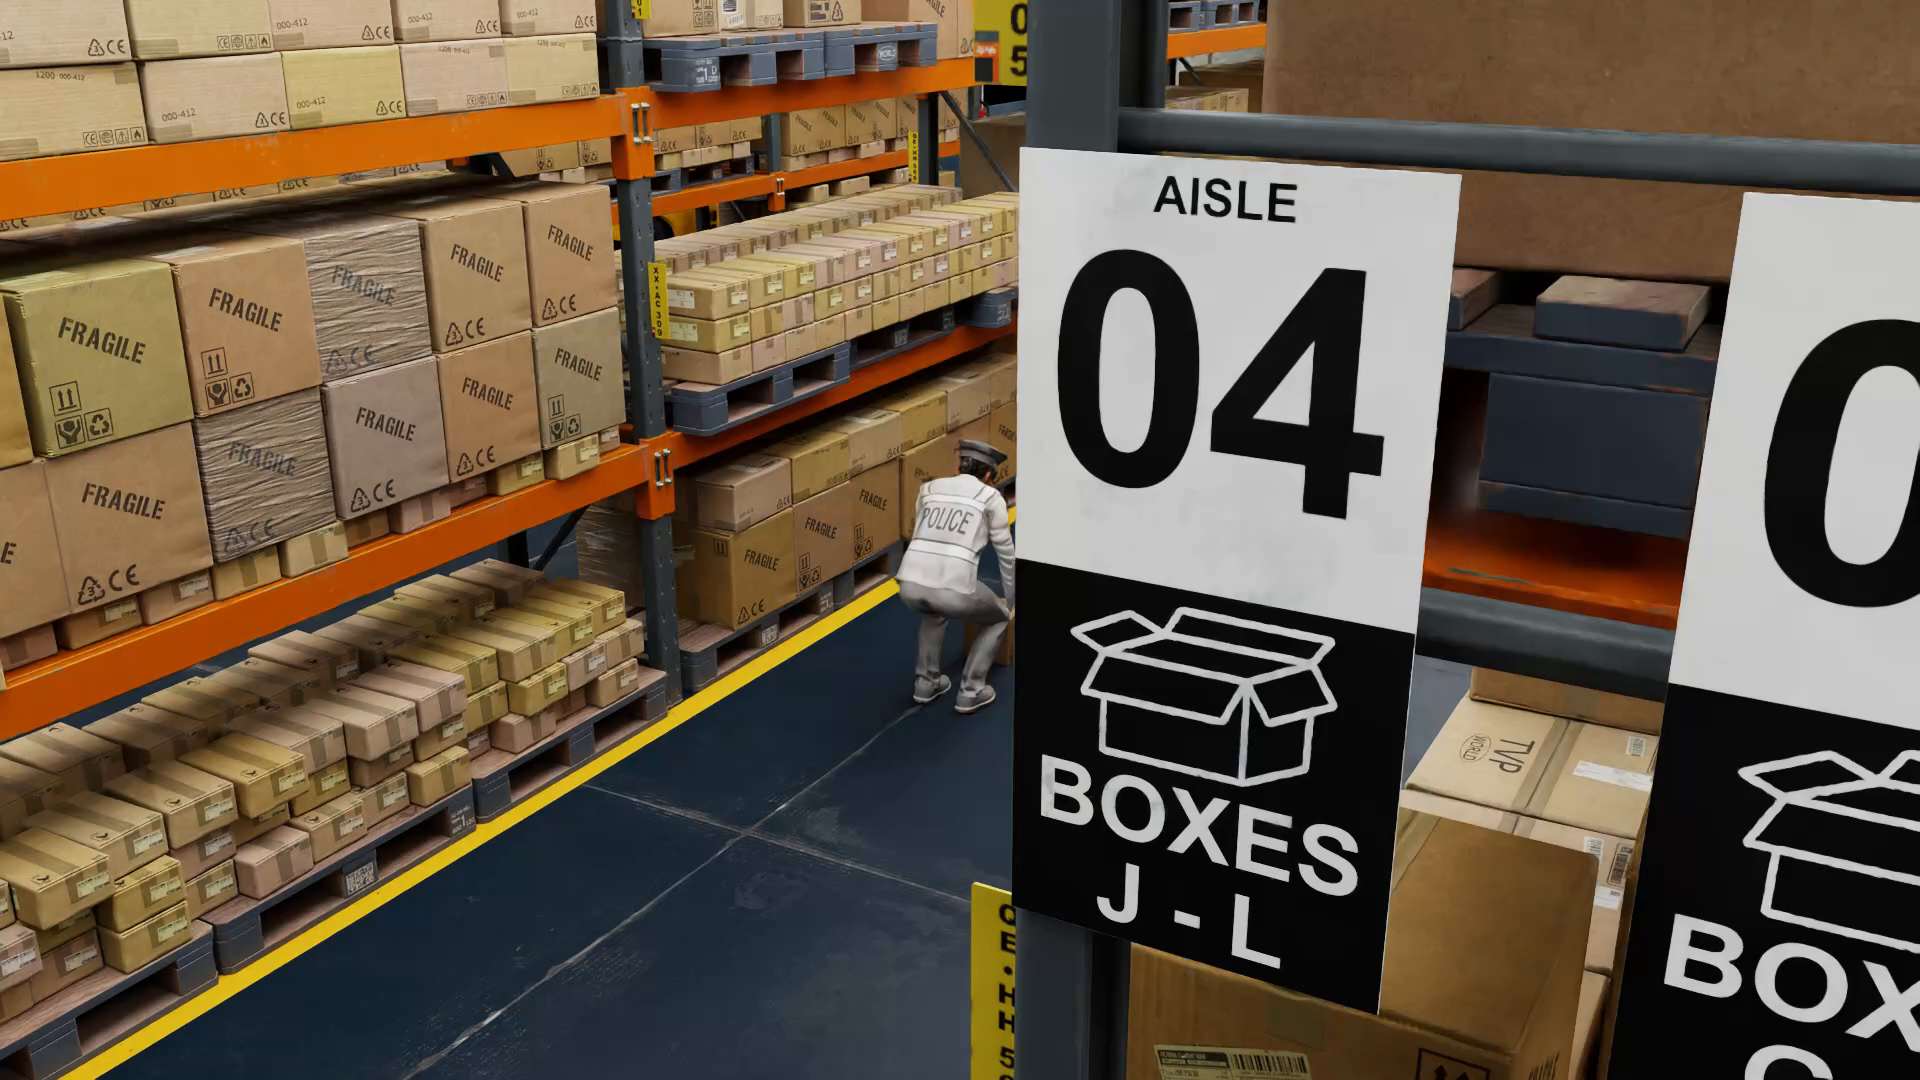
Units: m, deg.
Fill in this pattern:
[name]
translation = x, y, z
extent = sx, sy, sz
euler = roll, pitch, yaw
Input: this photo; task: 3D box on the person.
[person]
translation = -0.024, 0.161, 7.807
extent = 0.525, 1.207, 0.787
euler = 10, 22, 27
